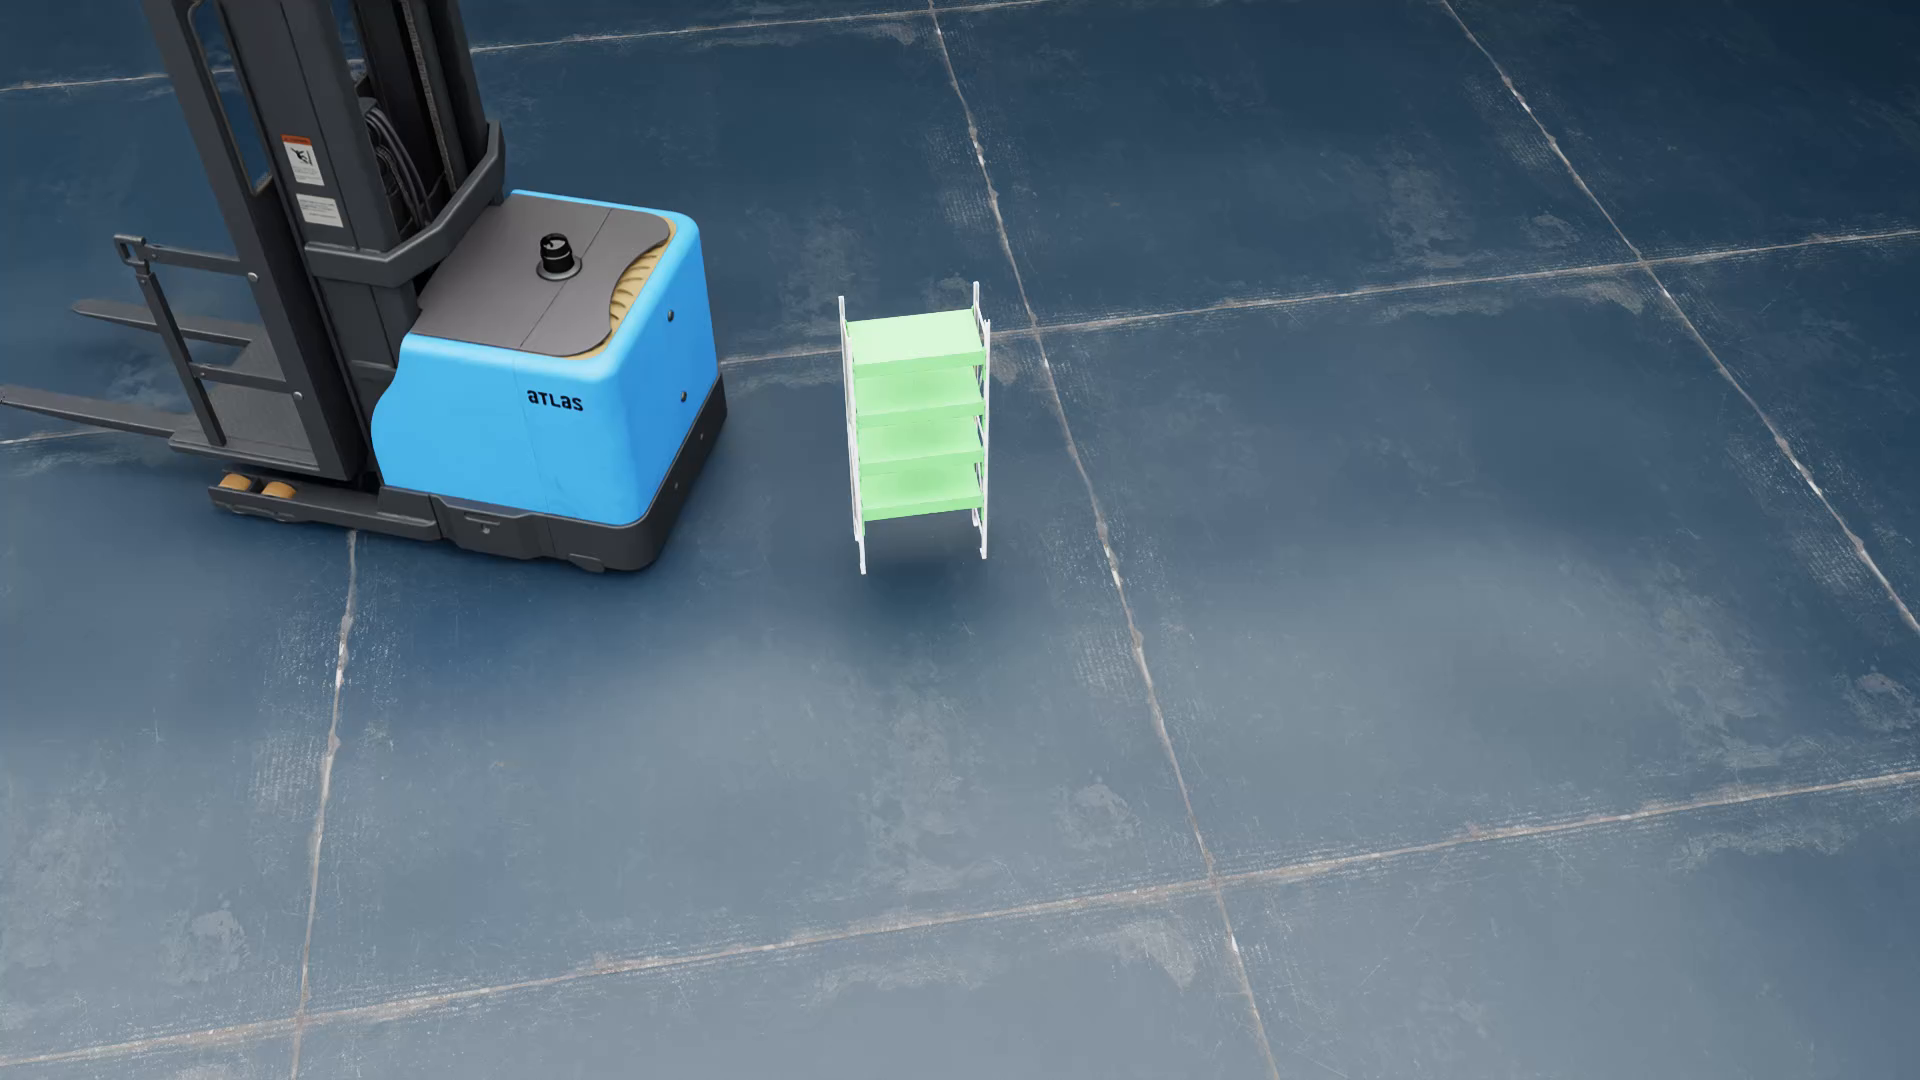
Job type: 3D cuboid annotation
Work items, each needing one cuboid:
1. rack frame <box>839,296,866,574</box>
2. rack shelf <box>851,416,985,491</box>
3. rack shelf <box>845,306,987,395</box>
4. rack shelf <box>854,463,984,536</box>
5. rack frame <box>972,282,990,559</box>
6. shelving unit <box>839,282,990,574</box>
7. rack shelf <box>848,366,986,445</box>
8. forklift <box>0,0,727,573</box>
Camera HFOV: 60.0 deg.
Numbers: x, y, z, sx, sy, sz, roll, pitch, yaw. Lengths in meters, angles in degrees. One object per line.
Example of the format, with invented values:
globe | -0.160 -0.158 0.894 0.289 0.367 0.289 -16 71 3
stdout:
rack frame | -0.404 -0.366 6.269 0.015 1.200 0.240 -7 46 -7
rack shelf | -0.163 -0.352 6.344 0.480 0.148 0.258 -7 46 -7
rack shelf | -0.163 -0.685 5.999 0.480 0.148 0.258 -7 46 -7
rack shelf | -0.163 -0.185 6.517 0.480 0.148 0.258 -7 46 -7
rack frame | 0.077 -0.426 6.327 0.015 1.200 0.240 -7 46 -7
shelving unit | -0.163 -0.396 6.298 0.503 1.200 0.258 -7 46 -7
rack shelf | -0.163 -0.518 6.172 0.480 0.148 0.258 -7 46 -7
forklift | -2.577 -1.452 6.114 3.031 2.935 1.130 10 47 9
